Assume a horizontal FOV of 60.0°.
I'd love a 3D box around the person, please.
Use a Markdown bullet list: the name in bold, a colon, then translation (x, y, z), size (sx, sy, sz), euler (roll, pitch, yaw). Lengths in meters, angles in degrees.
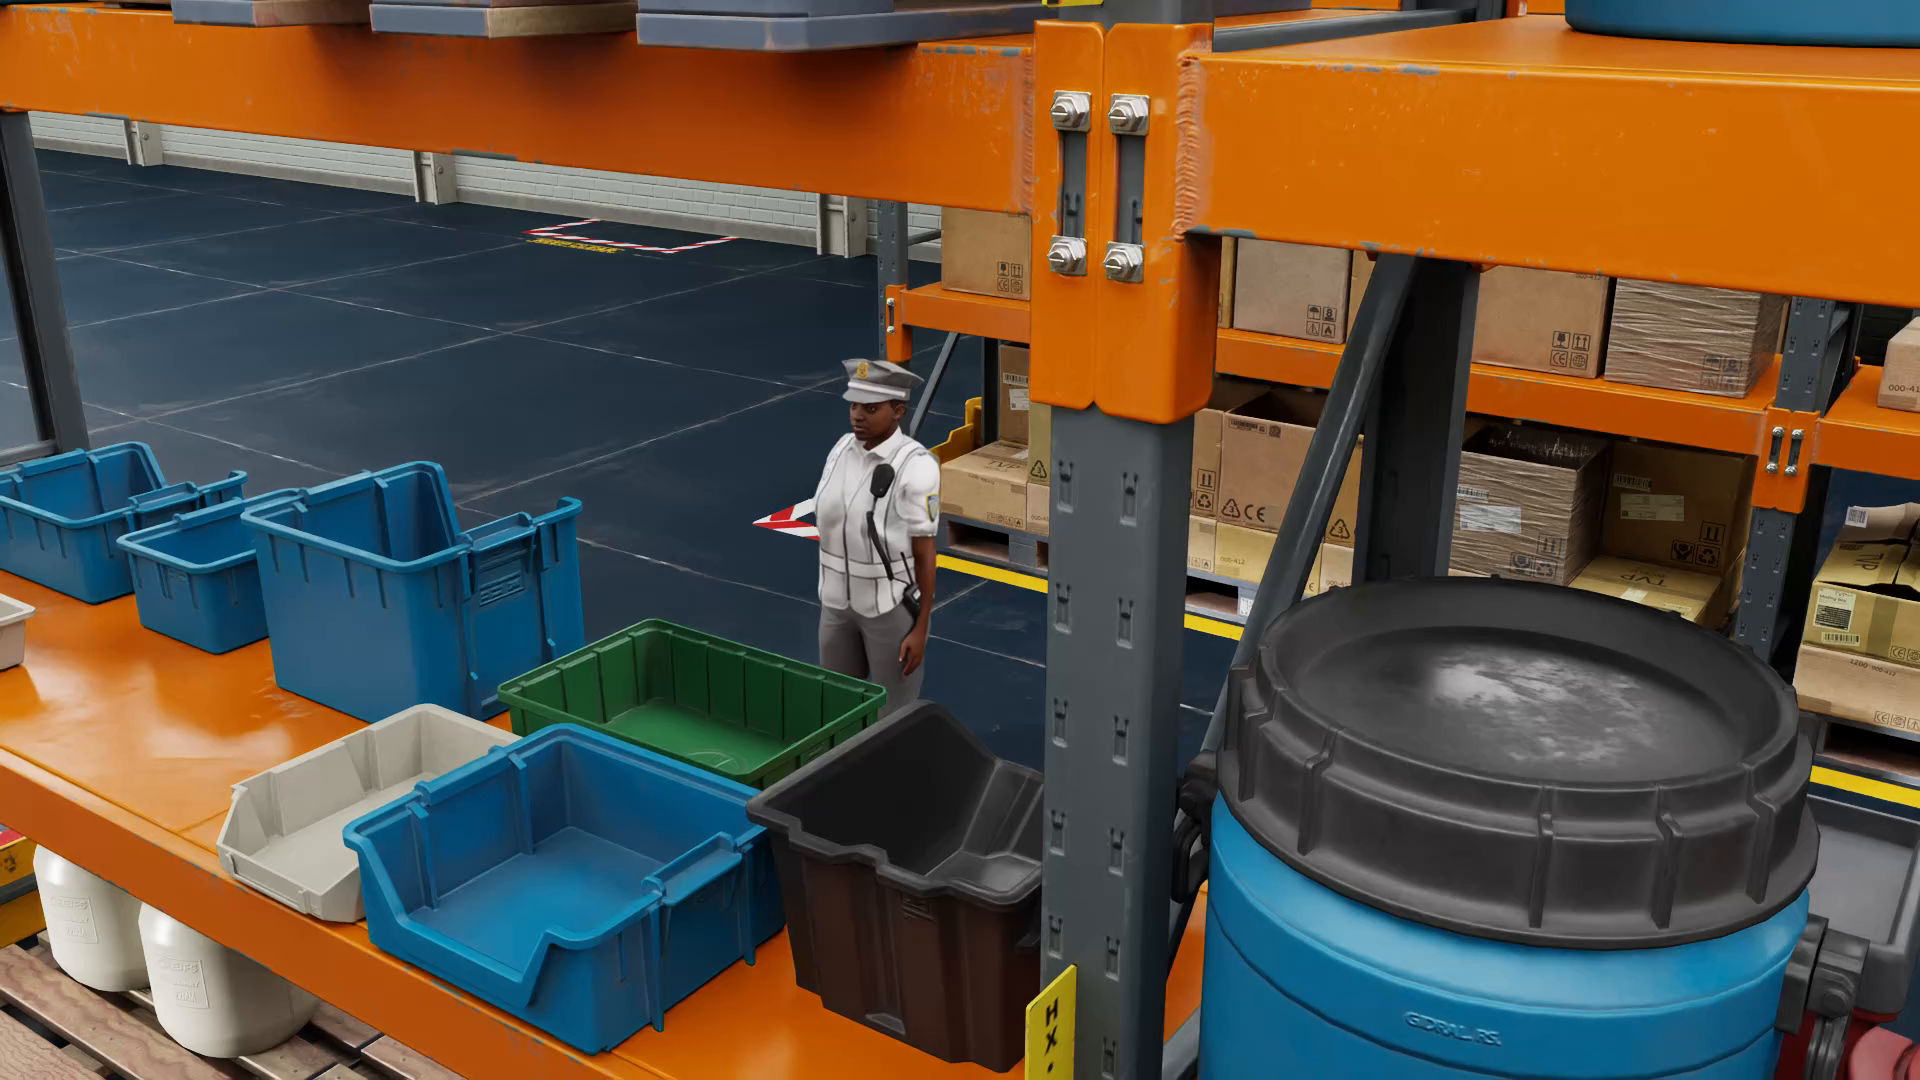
- **person**: translation (-0.289, 0.249, 5.380), size (0.451, 1.724, 0.391), euler (13, 24, 33)
